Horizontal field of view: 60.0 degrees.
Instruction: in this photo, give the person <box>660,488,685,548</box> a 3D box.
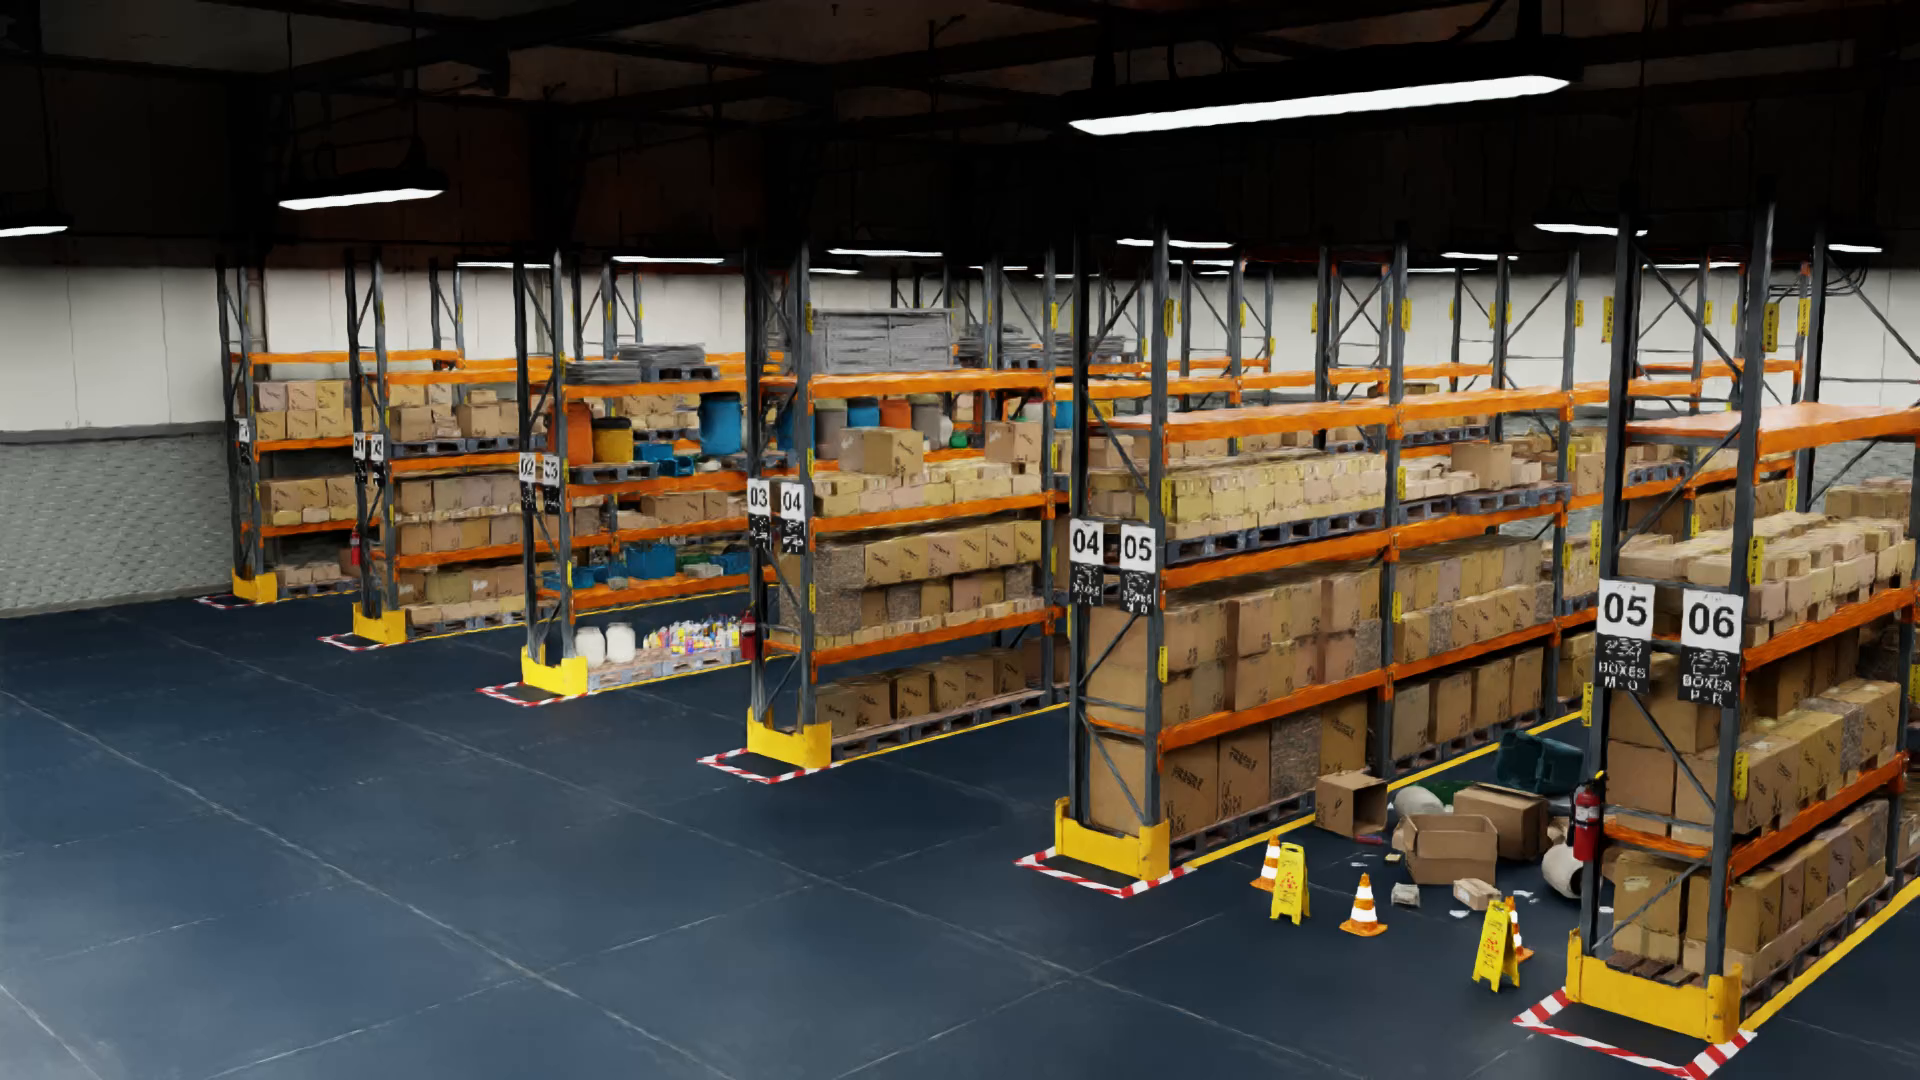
[{"bbox_3d":[-5.432,-0.162,31.616,0.729,1.733,0.546,8,11,43],"label":"person"}]
